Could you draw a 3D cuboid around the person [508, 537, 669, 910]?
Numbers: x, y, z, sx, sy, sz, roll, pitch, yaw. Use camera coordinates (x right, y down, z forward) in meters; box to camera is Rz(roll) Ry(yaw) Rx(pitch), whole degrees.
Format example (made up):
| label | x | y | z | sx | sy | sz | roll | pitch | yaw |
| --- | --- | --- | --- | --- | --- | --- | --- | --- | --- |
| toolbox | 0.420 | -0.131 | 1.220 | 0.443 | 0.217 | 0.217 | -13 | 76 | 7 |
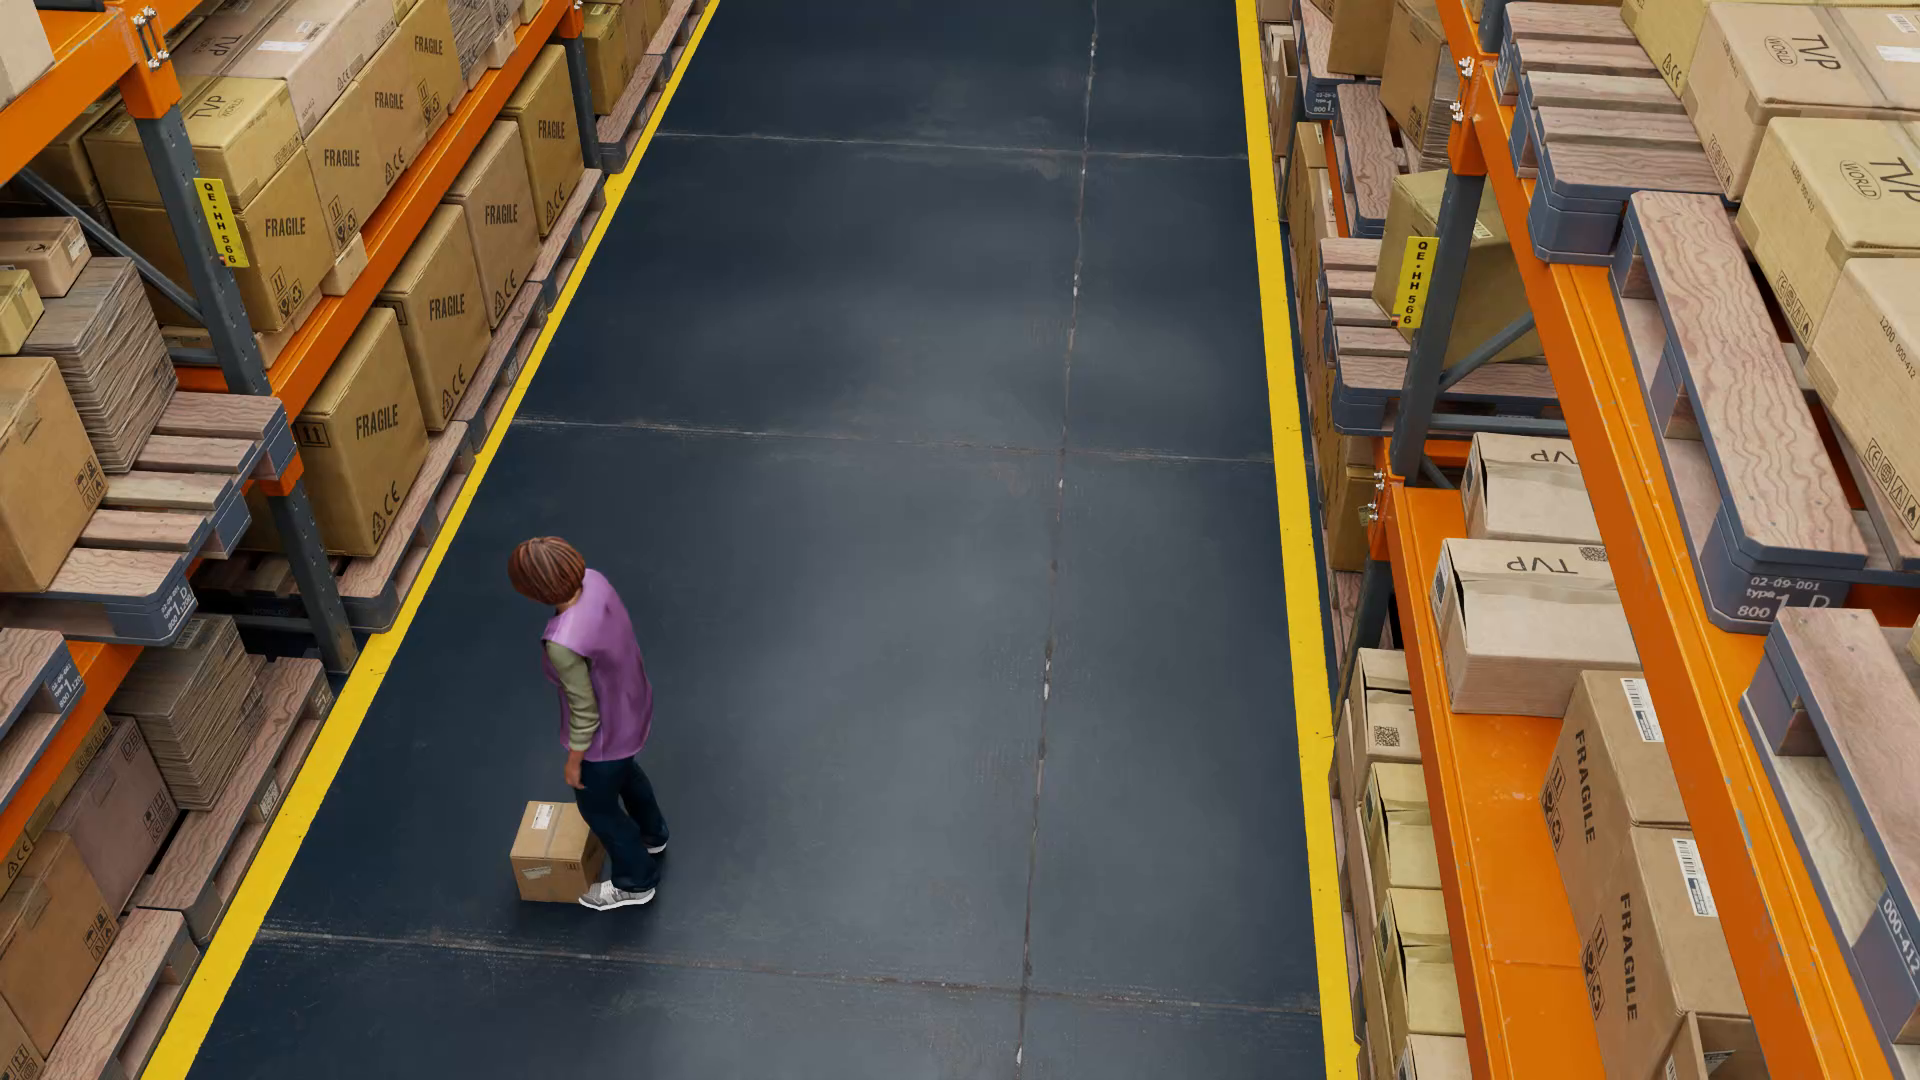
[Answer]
| label | x | y | z | sx | sy | sz | roll | pitch | yaw |
| --- | --- | --- | --- | --- | --- | --- | --- | --- | --- |
| person | -1.181 | 0.605 | 5.459 | 0.344 | 1.594 | 0.462 | 3 | 41 | 4 |
